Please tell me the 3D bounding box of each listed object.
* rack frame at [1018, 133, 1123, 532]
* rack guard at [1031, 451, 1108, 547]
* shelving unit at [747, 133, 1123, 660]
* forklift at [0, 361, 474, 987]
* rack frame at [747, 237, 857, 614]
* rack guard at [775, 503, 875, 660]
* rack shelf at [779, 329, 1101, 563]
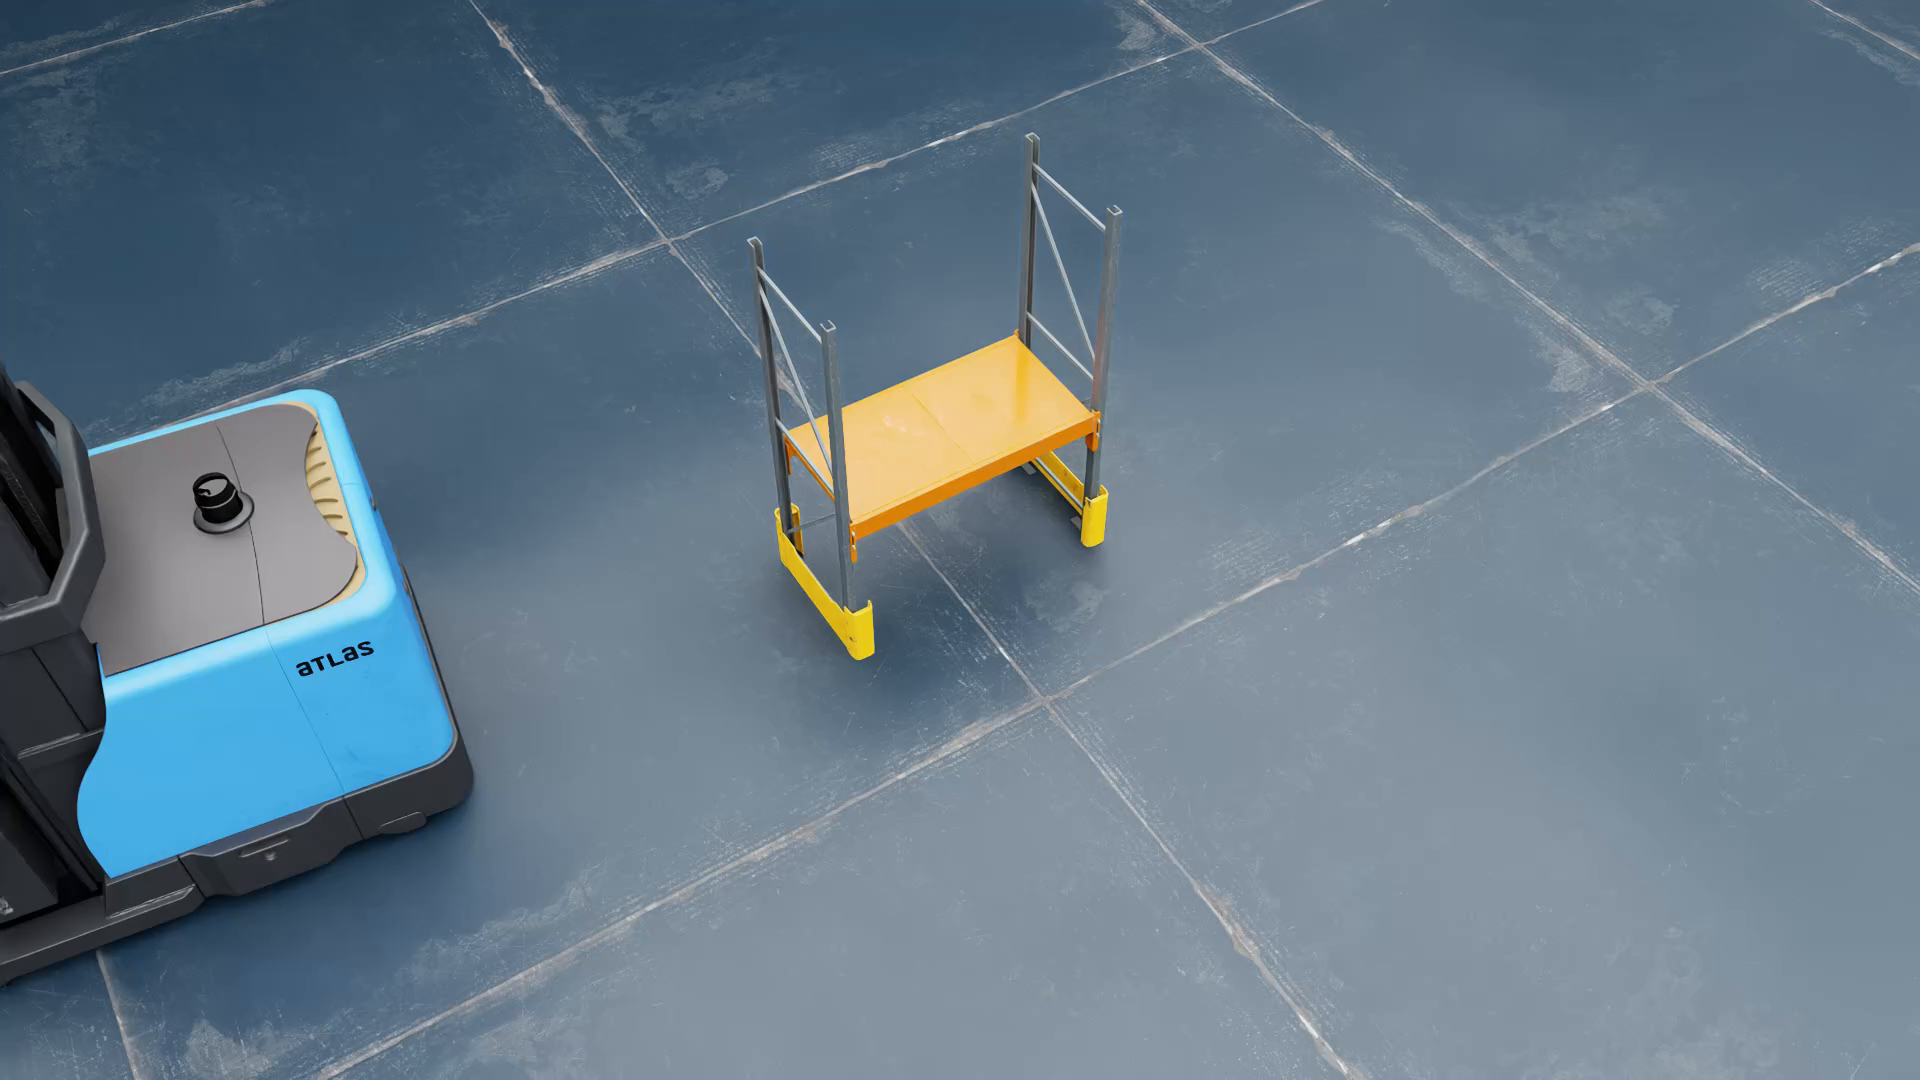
[{"bbox_3d":[0.358,-0.667,5.840,0.032,1.500,0.500,-25,53,-21],"label":"rack frame"},{"bbox_3d":[0.357,-0.251,6.306,0.087,0.250,0.587,-25,53,-21],"label":"rack guard"},{"bbox_3d":[-0.064,-0.468,5.663,1.083,1.500,0.587,-25,53,-21],"label":"shelving unit"},{"bbox_3d":[-3.151,0.037,4.254,3.031,2.935,1.130,-19,51,-17],"label":"forklift"},{"bbox_3d":[-0.502,-0.262,5.479,0.032,1.500,0.500,-25,53,-21],"label":"rack frame"},{"bbox_3d":[-0.486,0.146,5.953,0.087,0.250,0.587,-25,53,-21],"label":"rack guard"},{"bbox_3d":[-0.072,-0.345,5.794,1.000,0.185,0.538,-25,53,-21],"label":"rack shelf"}]
